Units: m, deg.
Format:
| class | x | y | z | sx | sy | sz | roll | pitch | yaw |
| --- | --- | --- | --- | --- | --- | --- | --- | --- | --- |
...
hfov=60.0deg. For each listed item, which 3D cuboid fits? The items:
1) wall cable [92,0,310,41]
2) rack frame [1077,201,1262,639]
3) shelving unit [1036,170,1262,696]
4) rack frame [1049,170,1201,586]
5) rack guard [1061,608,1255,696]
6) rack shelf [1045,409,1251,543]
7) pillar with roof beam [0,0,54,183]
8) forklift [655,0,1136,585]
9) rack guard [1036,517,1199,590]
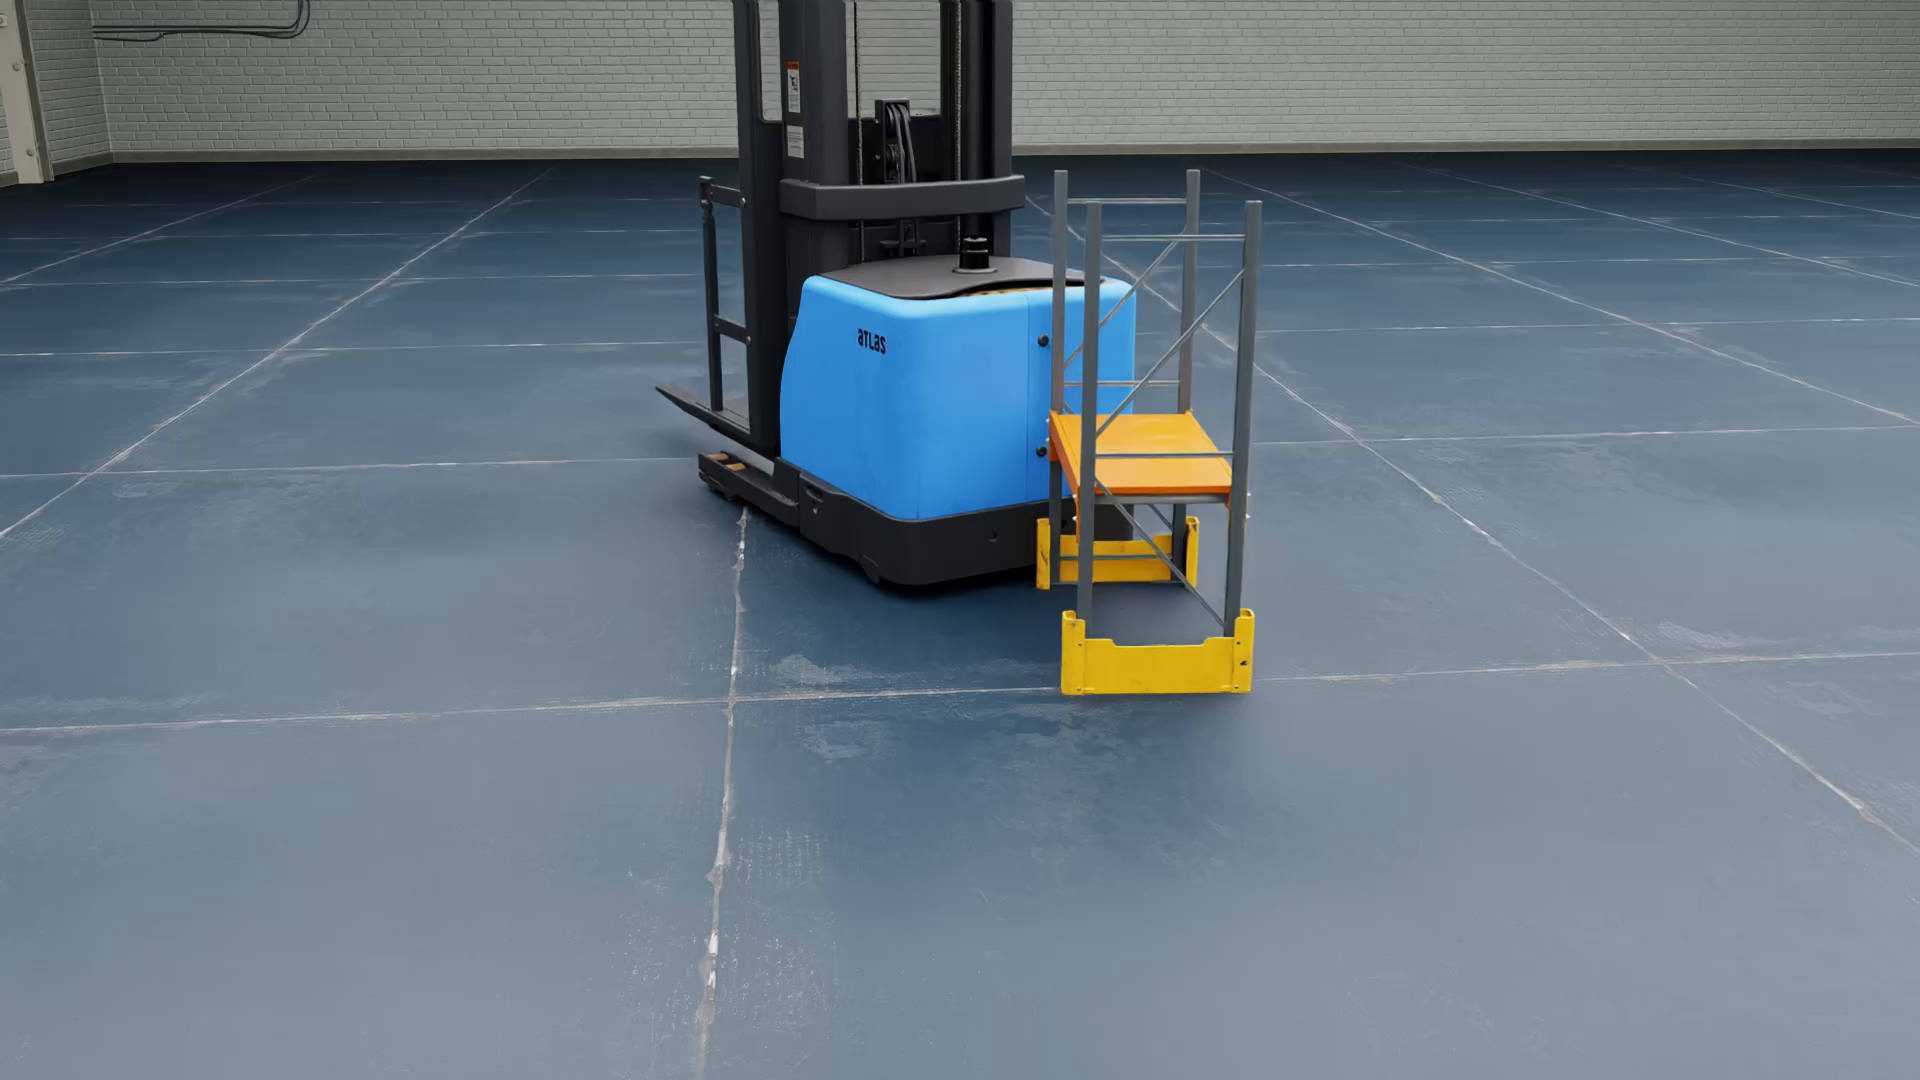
| class | x | y | z | sx | sy | sz | roll | pitch | yaw |
| --- | --- | --- | --- | --- | --- | --- | --- | --- | --- |
| wall cable | -10.812 | -8.312 | 23.313 | 3.097 | 2.526 | 0.112 | -2 | 18 | -6 |
| rack frame | 0.611 | -0.249 | 4.967 | 0.500 | 1.500 | 0.032 | -1 | 17 | -2 |
| shelving unit | 0.593 | -0.399 | 5.443 | 0.587 | 1.500 | 1.083 | -1 | 17 | -2 |
| rack frame | 0.576 | -0.553 | 5.936 | 0.500 | 1.500 | 0.032 | -1 | 17 | -2 |
| rack guard | 0.611 | 0.347 | 5.155 | 0.587 | 0.250 | 0.087 | -1 | 17 | -2 |
| rack shelf | 0.593 | -0.230 | 5.505 | 0.538 | 0.185 | 1.000 | -1 | 17 | -2 |
| pillar with roof beam | -7.541 | -9.008 | 20.346 | 9.100 | 9.000 | 0.400 | -2 | 18 | -6 |
| forklift | -0.502 | -1.627 | 6.968 | 1.130 | 2.935 | 3.031 | -10 | 20 | -28 |
| rack guard | 0.576 | 0.049 | 6.105 | 0.587 | 0.250 | 0.087 | -1 | 17 | -2 |
